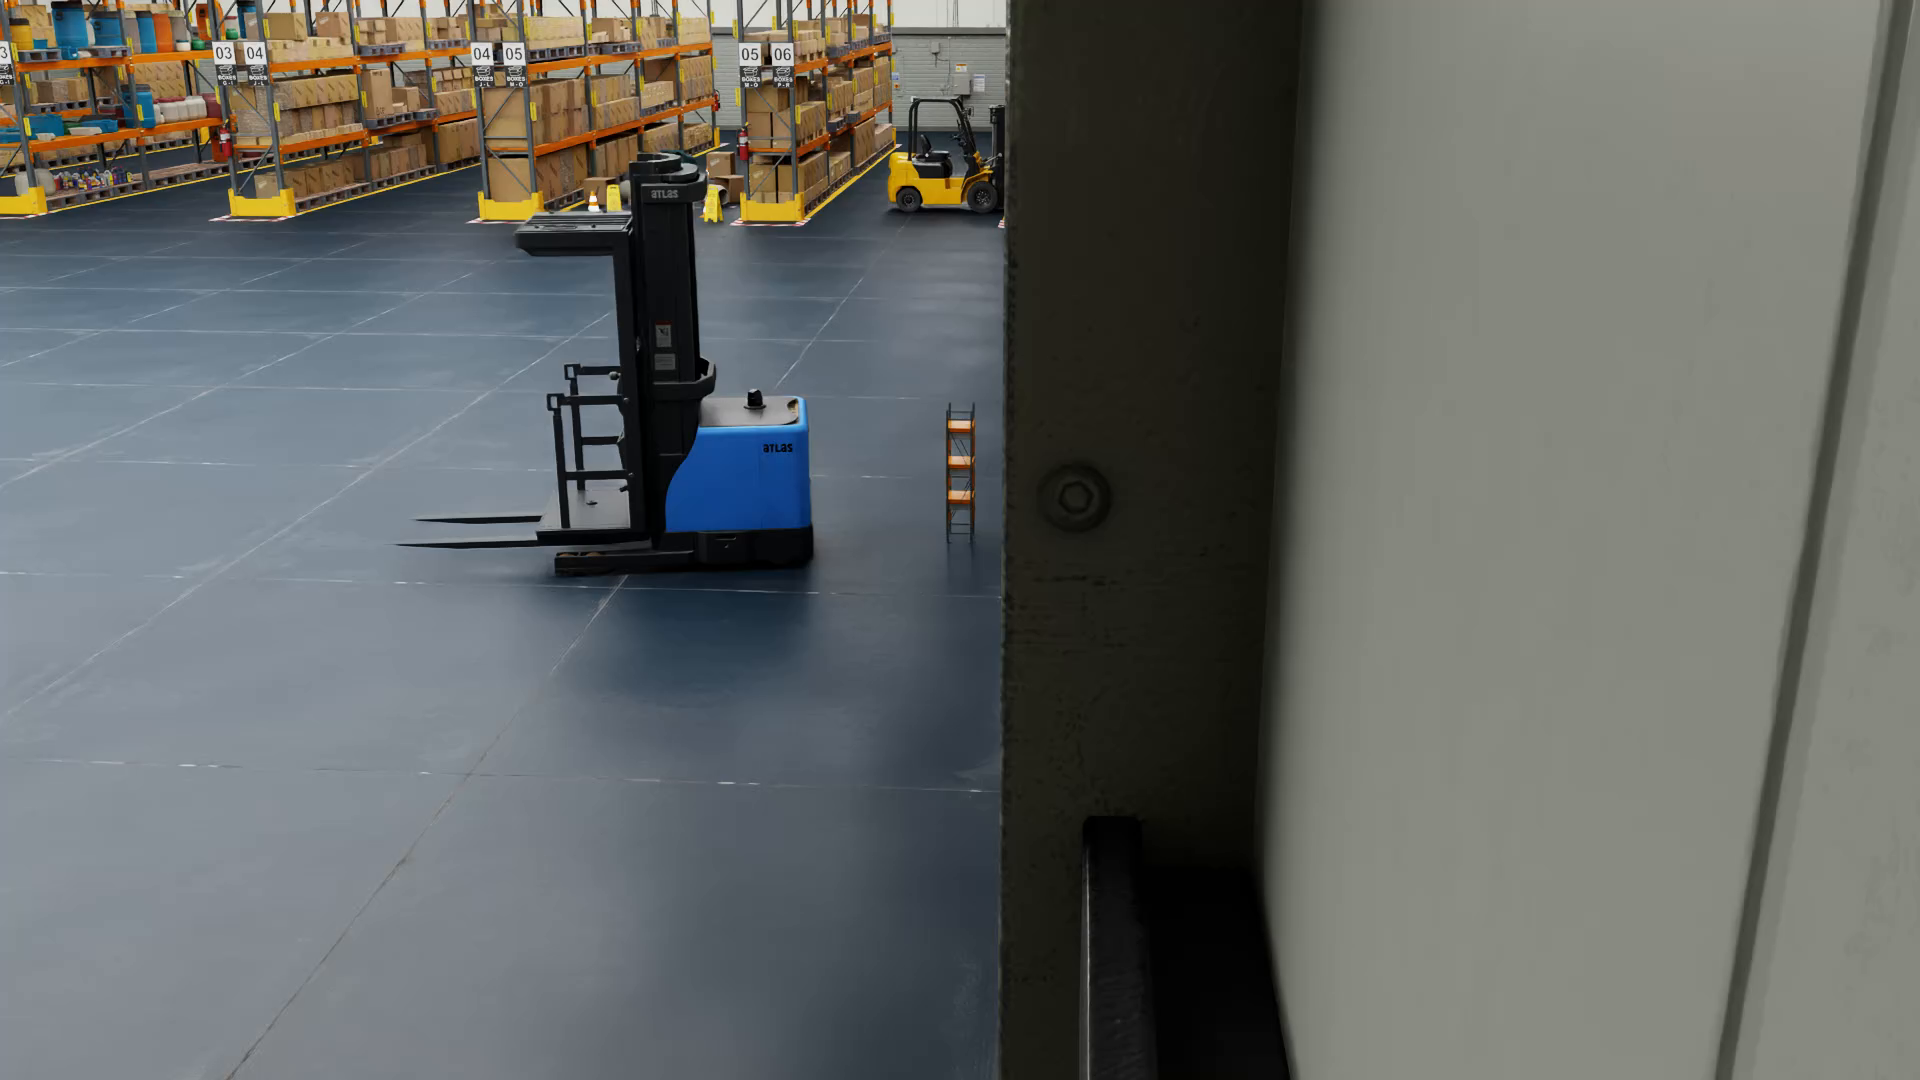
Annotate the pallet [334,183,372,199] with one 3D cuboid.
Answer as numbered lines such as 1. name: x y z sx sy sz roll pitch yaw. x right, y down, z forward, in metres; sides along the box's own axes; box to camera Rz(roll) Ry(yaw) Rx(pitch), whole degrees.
1. pallet: -13.145 -7.374 35.089 1.003 0.211 1.213 1 18 4

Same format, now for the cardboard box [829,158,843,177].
1. cardboard box: -3.116 -8.241 36.800 0.950 0.372 0.625 2 18 6

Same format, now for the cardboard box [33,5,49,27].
1. cardboard box: -22.615 -12.773 40.505 0.500 0.500 0.500 1 18 4

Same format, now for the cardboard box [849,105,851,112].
1. cardboard box: -2.670 -9.739 37.556 0.380 0.149 0.250 1 18 3

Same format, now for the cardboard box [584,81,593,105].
1. cardboard box: -8.162 -9.444 35.160 0.700 0.500 0.500 1 18 3

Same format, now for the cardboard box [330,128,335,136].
1. cardboard box: -12.993 -8.329 33.927 0.380 0.149 0.250 1 18 4

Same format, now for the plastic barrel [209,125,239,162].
1. plastic barrel: -17.767 -9.582 40.160 0.600 0.830 0.708 1 18 4

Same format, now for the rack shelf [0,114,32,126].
1. rack shelf: -22.869 -9.410 37.980 1.077 0.370 4.000 1 18 4

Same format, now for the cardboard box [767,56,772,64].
1. cardboard box: -3.749 -9.028 31.244 0.380 0.149 0.250 2 18 6

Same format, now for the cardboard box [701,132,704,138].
1. cardboard box: -7.145 -10.987 45.062 0.380 0.149 0.250 2 18 5

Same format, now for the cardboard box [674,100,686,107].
1. cardboard box: -7.272 -11.212 42.728 0.380 0.149 0.250 2 18 6

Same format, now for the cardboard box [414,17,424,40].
1. cardboard box: -12.630 -11.708 38.055 0.500 0.500 0.500 2 18 5

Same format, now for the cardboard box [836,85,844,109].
1. cardboard box: -2.817 -9.684 36.346 0.500 0.500 0.500 1 18 2

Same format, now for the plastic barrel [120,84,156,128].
1. plastic barrel: -17.742 -9.371 35.898 0.600 0.901 0.708 1 18 4

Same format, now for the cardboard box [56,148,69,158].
1. cardboard box: -22.376 -9.692 40.993 0.500 0.500 0.500 1 18 2

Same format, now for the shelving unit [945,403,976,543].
1. shelving unit: 0.004 -0.516 12.810 0.215 1.050 0.252 1 18 4

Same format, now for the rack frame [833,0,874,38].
1. rack frame: -2.674 -14.023 41.267 1.000 3.000 0.127 1 18 4

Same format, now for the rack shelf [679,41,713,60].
1. rack shelf: -7.475 -12.956 43.983 1.077 0.370 4.000 1 18 4

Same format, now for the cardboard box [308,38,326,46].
1. cardboard box: -12.995 -10.019 33.466 0.380 0.149 0.250 2 18 6

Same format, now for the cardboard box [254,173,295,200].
1. cardboard box: -13.357 -6.872 32.417 0.500 0.500 0.500 5 19 14

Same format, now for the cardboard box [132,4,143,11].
1. cardboard box: -22.235 -14.023 44.318 0.700 0.500 0.500 1 18 4

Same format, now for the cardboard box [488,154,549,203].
1. cardboard box: -8.496 -6.926 31.981 0.875 0.875 0.875 1 18 4

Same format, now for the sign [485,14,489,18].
1. sign: -12.016 -13.205 42.252 0.100 0.325 0.005 1 18 4

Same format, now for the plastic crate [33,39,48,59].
1. plastic crate: -18.522 -9.794 33.203 0.392 0.384 0.575 1 18 4

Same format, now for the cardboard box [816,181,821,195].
1. cardboard box: -3.091 -7.067 33.415 0.500 0.250 0.500 2 18 5

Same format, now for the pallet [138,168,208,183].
1. pallet: -17.970 -8.319 37.972 1.003 0.211 1.213 1 18 4

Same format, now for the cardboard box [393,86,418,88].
1. cardboard box: -12.844 -10.229 38.489 0.500 0.500 0.500 -1 18 -3

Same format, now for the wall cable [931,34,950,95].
1. wall cable: -0.591 -14.621 51.095 0.588 1.984 0.122 1 18 4

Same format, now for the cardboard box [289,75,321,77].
1. cardboard box: -13.452 -9.283 34.193 0.500 0.500 0.500 1 18 4

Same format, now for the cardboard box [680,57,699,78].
1. cardboard box: -7.216 -12.526 44.090 0.500 0.500 0.500 1 18 2

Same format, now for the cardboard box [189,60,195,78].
1. cardboard box: -21.910 -13.236 46.734 0.500 0.500 0.500 1 18 3

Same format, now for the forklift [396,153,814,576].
1. forklift: -2.639 -1.300 12.185 3.031 2.935 1.130 -2 18 -6

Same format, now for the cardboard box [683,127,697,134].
1. cardboard box: -7.250 -10.966 44.520 0.380 0.149 0.250 1 18 4

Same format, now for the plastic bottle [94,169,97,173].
1. plastic bottle: -18.422 -7.745 35.398 0.061 0.283 0.133 1 18 4

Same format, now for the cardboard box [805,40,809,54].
1. cardboard box: -3.174 -9.408 31.764 0.500 0.250 0.500 2 18 6

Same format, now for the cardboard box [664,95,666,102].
1. cardboard box: -7.506 -10.968 41.307 0.380 0.149 0.250 0 18 1

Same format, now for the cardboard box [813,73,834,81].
1. cardboard box: -3.185 -10.619 38.746 0.500 0.500 0.500 1 18 2

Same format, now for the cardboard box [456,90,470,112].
1. cardboard box: -12.433 -10.818 40.960 0.500 0.500 0.500 1 18 4

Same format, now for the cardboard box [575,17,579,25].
1. cardboard box: -7.919 -10.499 33.619 0.380 0.149 0.250 1 18 4

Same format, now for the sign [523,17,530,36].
1. sign: -7.926 -9.388 30.410 0.100 0.325 0.005 1 18 4

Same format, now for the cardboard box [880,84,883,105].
1. cardboard box: -2.297 -11.670 43.560 0.500 0.500 0.500 1 18 4

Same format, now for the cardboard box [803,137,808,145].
1. cardboard box: -3.135 -7.664 31.898 0.380 0.149 0.250 2 18 5

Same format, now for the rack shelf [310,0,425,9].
1. rack shelf: -12.989 -11.849 36.429 1.077 0.370 4.000 1 18 4

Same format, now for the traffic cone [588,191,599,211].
1. traffic cone: -7.024 -6.452 31.870 0.336 0.463 0.334 1 18 4

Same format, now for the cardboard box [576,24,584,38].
1. cardboard box: -7.971 -10.351 33.805 0.500 0.250 0.500 1 18 3

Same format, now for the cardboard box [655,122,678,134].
1. cardboard box: -7.420 -10.382 41.926 0.500 0.250 0.500 1 18 2

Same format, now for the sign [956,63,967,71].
1. sign: 0.038 -14.532 51.129 0.339 0.242 0.001 1 18 4

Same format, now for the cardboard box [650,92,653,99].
1. cardboard box: -7.601 -10.699 40.009 0.380 0.149 0.250 1 18 4

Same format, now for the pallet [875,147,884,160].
1. pallet: -2.541 -10.081 43.351 1.003 0.211 1.213 1 18 4

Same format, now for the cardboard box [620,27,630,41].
1. cardboard box: -7.681 -11.308 37.106 0.500 0.311 0.500 1 18 4

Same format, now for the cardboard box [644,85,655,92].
1. cardboard box: -7.586 -10.919 40.203 0.380 0.149 0.250 2 18 6

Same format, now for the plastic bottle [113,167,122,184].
1. plastic bottle: -17.845 -7.703 35.163 0.144 0.351 0.185 0 18 1

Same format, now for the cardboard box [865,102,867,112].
1. cardboard box: -2.547 -10.641 40.823 0.500 0.250 0.500 1 18 2

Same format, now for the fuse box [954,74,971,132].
1. fuse box: 0.079 -13.462 51.258 0.539 1.711 0.414 1 18 4

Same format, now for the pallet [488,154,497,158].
1. pallet: -12.539 -9.827 42.574 1.003 0.211 1.213 1 18 4
